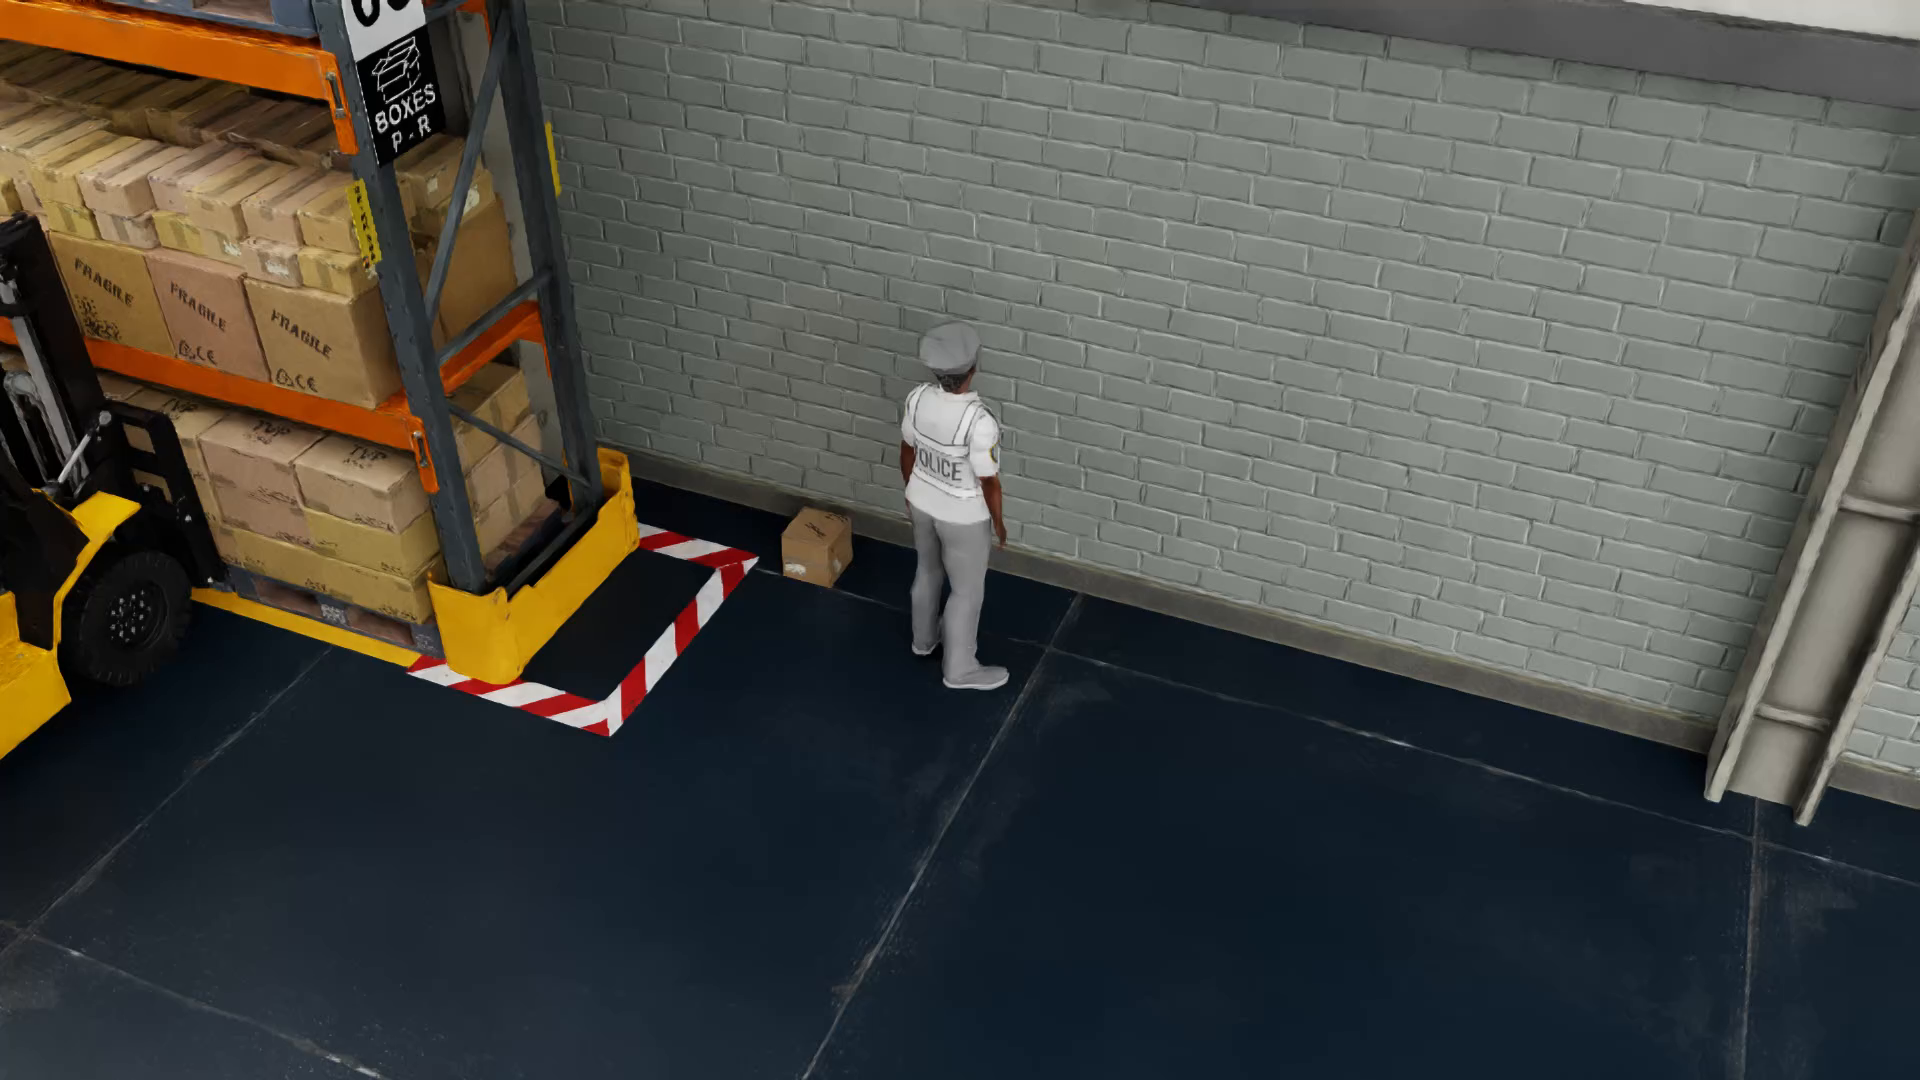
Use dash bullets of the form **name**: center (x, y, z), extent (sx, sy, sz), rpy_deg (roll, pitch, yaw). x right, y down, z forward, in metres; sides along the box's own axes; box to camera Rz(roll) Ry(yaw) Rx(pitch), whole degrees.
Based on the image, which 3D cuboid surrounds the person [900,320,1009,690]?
- **person**: center (-0.022, -0.129, 6.940), extent (0.553, 1.690, 0.353), rpy_deg (29, 46, 32)
